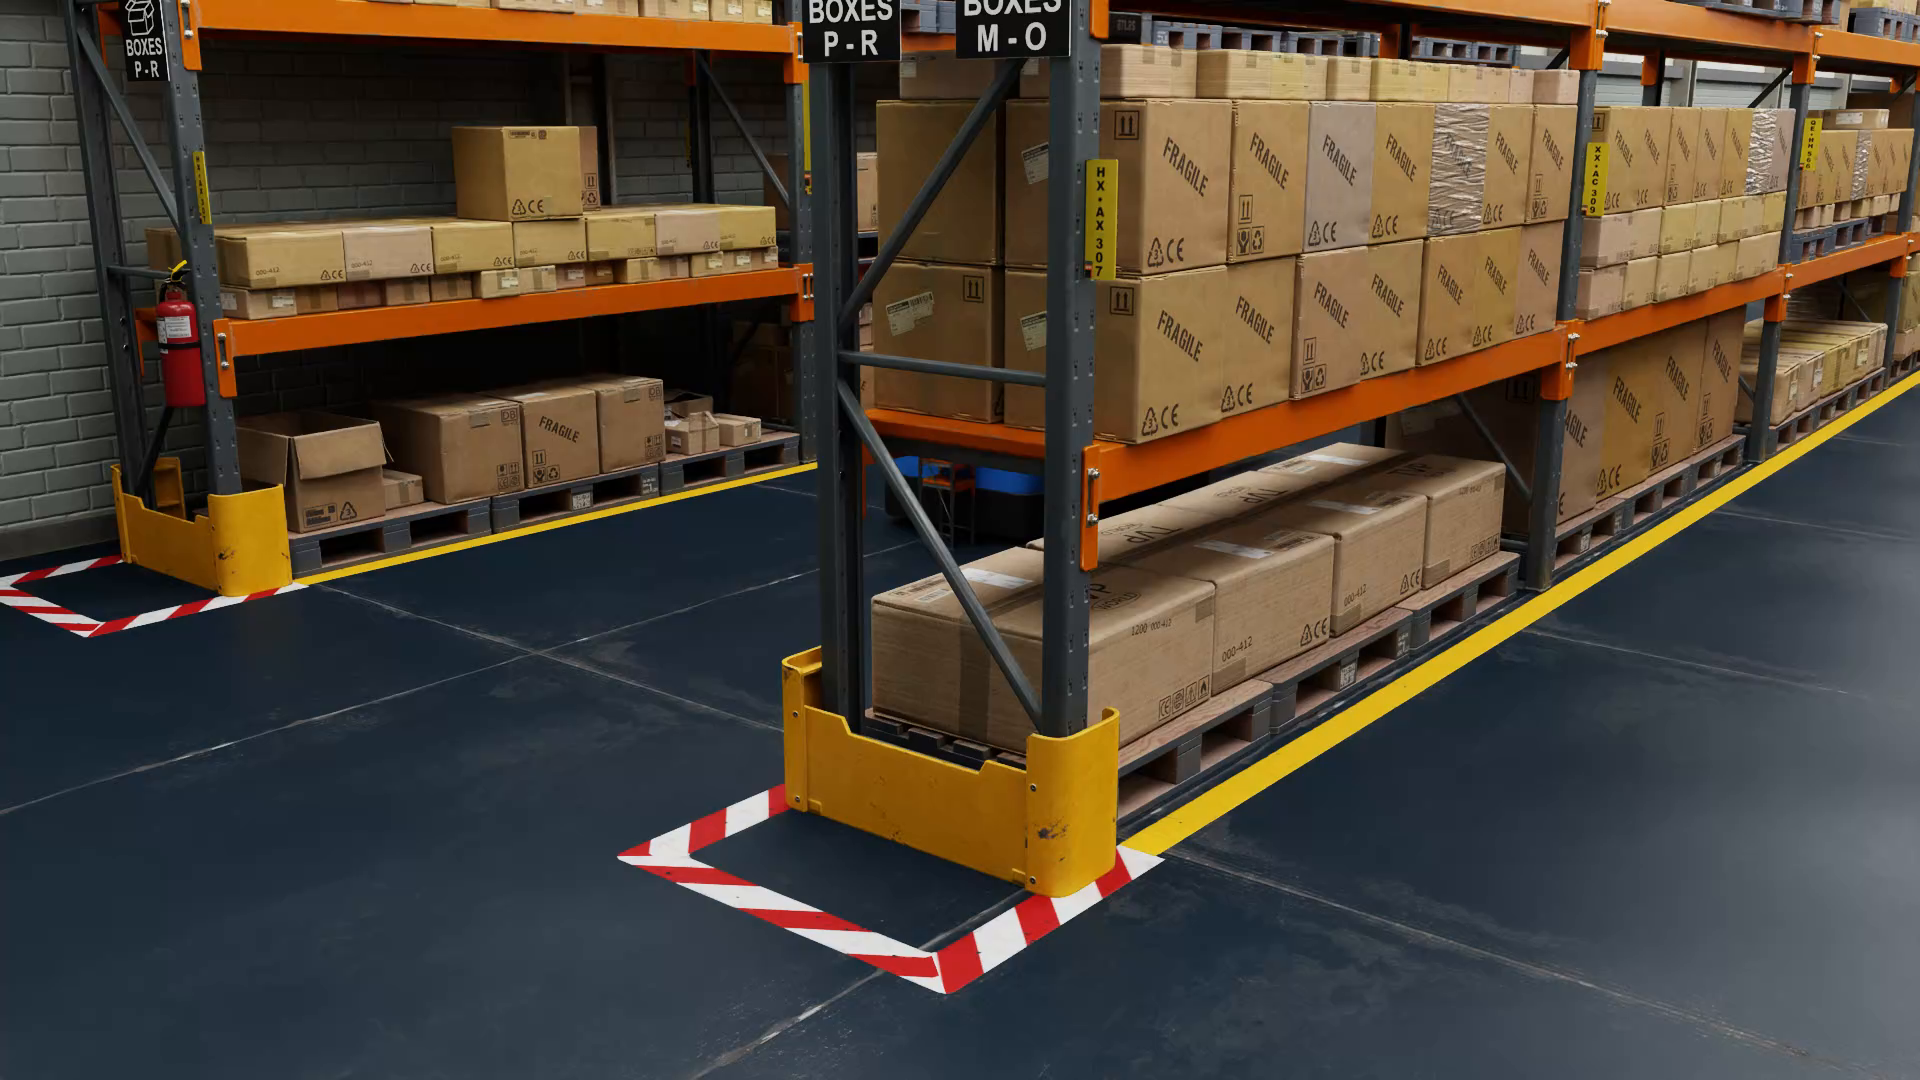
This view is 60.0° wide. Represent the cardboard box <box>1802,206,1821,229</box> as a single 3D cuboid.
[{"bbox_3d":[5.750,-2.253,11.559,0.380,0.149,0.250,10,17,34],"label":"cardboard box"}]

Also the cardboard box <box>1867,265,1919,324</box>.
[{"bbox_3d":[8.412,-2.220,14.978,0.500,0.500,0.500,12,19,40],"label":"cardboard box"}]

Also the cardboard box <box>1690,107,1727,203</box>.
[{"bbox_3d":[3.911,-2.148,9.253,0.500,0.500,0.500,11,18,37],"label":"cardboard box"}]

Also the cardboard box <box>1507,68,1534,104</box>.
[{"bbox_3d":[2.279,-1.983,7.287,0.380,0.149,0.250,12,18,39],"label":"cardboard box"}]

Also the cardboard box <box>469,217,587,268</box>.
[{"bbox_3d":[-2.470,-1.691,9.389,0.500,0.250,0.500,11,18,36],"label":"cardboard box"}]

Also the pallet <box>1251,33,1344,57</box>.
[{"bbox_3d":[3.096,-4.768,16.094,0.805,0.209,1.217,10,18,35],"label":"pallet"}]

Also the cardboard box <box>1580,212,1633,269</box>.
[{"bbox_3d":[2.971,-1.488,8.178,0.500,0.250,0.500,11,18,36],"label":"cardboard box"}]

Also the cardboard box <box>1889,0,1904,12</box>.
[{"bbox_3d":[6.927,-4.164,12.783,0.500,0.250,0.500,12,18,38],"label":"cardboard box"}]

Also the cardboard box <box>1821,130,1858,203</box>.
[{"bbox_3d":[6.103,-2.694,11.976,0.500,0.500,0.500,12,18,38],"label":"cardboard box"}]

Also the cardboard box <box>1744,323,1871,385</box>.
[{"bbox_3d":[6.726,-1.501,13.423,0.950,0.372,0.625,13,19,41],"label":"cardboard box"}]

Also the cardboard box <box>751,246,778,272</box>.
[{"bbox_3d":[-1.392,-1.823,10.719,0.380,0.149,0.250,12,18,38],"label":"cardboard box"}]

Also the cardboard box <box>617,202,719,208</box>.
[{"bbox_3d":[-1.909,-2.064,10.855,0.500,0.250,0.500,11,18,37],"label":"cardboard box"}]

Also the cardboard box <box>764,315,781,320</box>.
[{"bbox_3d":[-1.219,-1.518,11.913,0.380,0.149,0.250,11,18,38],"label":"cardboard box"}]

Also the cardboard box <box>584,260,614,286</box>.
[{"bbox_3d":[-2.257,-1.585,9.781,0.380,0.149,0.250,12,18,38],"label":"cardboard box"}]

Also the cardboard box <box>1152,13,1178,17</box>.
[{"bbox_3d":[1.582,-4.424,13.771,0.380,0.166,0.250,11,18,37],"label":"cardboard box"}]

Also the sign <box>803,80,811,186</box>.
[{"bbox_3d":[-0.452,-1.275,5.215,0.100,0.325,0.005,11,18,38],"label":"sign"}]

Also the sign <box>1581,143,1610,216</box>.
[{"bbox_3d":[2.908,-1.650,7.608,0.100,0.325,0.005,11,18,38],"label":"sign"}]

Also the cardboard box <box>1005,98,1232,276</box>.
[{"bbox_3d":[0.485,-1.093,5.099,0.500,0.500,0.500,11,18,36],"label":"cardboard box"}]

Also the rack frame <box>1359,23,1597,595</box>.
[{"bbox_3d":[2.475,-1.278,8.061,1.000,3.000,0.127,11,18,38],"label":"rack frame"}]

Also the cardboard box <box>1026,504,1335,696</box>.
[{"bbox_3d":[0.867,0.208,6.563,0.875,0.438,0.875,12,18,39],"label":"cardboard box"}]

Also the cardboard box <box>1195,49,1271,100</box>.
[{"bbox_3d":[0.762,-1.478,5.297,0.380,0.149,0.250,12,19,39],"label":"cardboard box"}]

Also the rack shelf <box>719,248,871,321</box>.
[{"bbox_3d":[-0.131,-2.080,12.679,1.077,0.370,4.000,11,18,38],"label":"rack shelf"}]

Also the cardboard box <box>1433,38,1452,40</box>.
[{"bbox_3d":[4.947,-5.690,18.071,0.797,0.503,0.637,12,19,39],"label":"cardboard box"}]

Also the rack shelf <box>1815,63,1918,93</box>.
[{"bbox_3d":[8.760,-4.298,15.319,1.077,0.370,4.000,11,18,38],"label":"rack shelf"}]

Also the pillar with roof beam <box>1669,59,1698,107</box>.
[{"bbox_3d":[15.906,-8.889,25.838,9.100,9.000,0.400,11,18,38],"label":"pillar with roof beam"}]

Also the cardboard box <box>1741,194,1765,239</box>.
[{"bbox_3d":[4.563,-1.983,10.125,0.500,0.250,0.500,11,18,36],"label":"cardboard box"}]

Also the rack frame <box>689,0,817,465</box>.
[{"bbox_3d":[-1.388,-2.045,11.082,1.000,3.000,0.127,11,18,38],"label":"rack frame"}]

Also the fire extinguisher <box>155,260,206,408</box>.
[{"bbox_3d":[-3.635,-0.961,7.730,0.296,0.674,0.183,11,18,38],"label":"fire extinguisher"}]

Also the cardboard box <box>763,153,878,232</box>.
[{"bbox_3d":[-0.910,-2.355,11.247,0.700,0.500,0.500,12,18,39],"label":"cardboard box"}]

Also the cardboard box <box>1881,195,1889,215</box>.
[{"bbox_3d":[7.081,-2.648,13.111,0.380,0.149,0.250,11,18,37],"label":"cardboard box"}]

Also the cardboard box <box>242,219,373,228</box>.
[{"bbox_3d":[-3.494,-1.579,8.945,0.500,0.250,0.500,11,18,38],"label":"cardboard box"}]

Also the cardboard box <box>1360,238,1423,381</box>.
[{"bbox_3d":[1.418,-0.902,6.379,0.500,0.500,0.500,12,19,39],"label":"cardboard box"}]

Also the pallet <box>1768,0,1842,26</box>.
[{"bbox_3d":[4.626,-3.275,10.213,1.213,0.211,1.003,12,19,40],"label":"pallet"}]

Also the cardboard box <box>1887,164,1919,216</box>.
[{"bbox_3d":[7.997,-3.044,14.205,0.500,0.500,0.500,11,18,37],"label":"cardboard box"}]

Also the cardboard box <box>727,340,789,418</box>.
[{"bbox_3d":[-1.309,-1.177,11.889,0.500,0.500,0.500,11,18,37],"label":"cardboard box"}]

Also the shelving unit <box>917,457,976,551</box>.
[{"bbox_3d":[-0.072,-0.559,8.885,0.258,1.200,0.189,11,18,37],"label":"shelving unit"}]

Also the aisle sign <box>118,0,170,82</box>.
[{"bbox_3d":[-3.716,-2.481,7.516,0.394,0.787,0.004,11,18,38],"label":"aisle sign"}]

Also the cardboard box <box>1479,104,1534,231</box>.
[{"bbox_3d":[2.068,-1.582,7.024,0.500,0.500,0.500,11,18,37],"label":"cardboard box"}]

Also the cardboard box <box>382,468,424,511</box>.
[{"bbox_3d":[-3.146,-0.279,9.066,0.380,0.149,0.250,10,18,35],"label":"cardboard box"}]

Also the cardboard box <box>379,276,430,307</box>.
[{"bbox_3d":[-3.013,-1.329,8.771,0.380,0.149,0.250,12,19,39],"label":"cardboard box"}]

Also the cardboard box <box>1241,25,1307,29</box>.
[{"bbox_3d":[2.892,-4.917,15.418,0.500,0.311,0.500,11,18,36],"label":"cardboard box"}]

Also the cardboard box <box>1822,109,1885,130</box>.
[{"bbox_3d":[6.812,-3.207,12.678,0.380,0.149,0.250,10,18,35],"label":"cardboard box"}]

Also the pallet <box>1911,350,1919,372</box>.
[{"bbox_3d":[8.664,-1.827,15.887,1.003,0.211,1.213,11,18,38],"label":"pallet"}]

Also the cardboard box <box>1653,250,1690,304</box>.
[{"bbox_3d":[3.616,-1.444,9.018,0.500,0.250,0.500,11,18,37],"label":"cardboard box"}]

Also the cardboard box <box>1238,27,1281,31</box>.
[{"bbox_3d":[2.890,-4.963,15.928,0.380,0.149,0.250,11,18,38],"label":"cardboard box"}]

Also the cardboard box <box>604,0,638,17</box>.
[{"bbox_3d":[-2.065,-3.073,9.547,0.380,0.149,0.250,12,19,39],"label":"cardboard box"}]

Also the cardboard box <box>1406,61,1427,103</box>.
[{"bbox_3d":[1.534,-1.733,6.300,0.380,0.149,0.250,11,18,38],"label":"cardboard box"}]

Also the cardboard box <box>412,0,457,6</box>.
[{"bbox_3d":[-2.806,-2.820,8.551,0.380,0.149,0.250,11,18,37],"label":"cardboard box"}]

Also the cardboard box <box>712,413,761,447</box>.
[{"bbox_3d":[-1.510,-0.715,10.783,0.380,0.149,0.250,11,18,36],"label":"cardboard box"}]

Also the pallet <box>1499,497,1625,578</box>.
[{"bbox_3d":[2.902,-0.086,9.032,1.003,0.211,1.213,11,18,38],"label":"pallet"}]

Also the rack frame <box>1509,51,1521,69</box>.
[{"bbox_3d":[6.154,-4.343,20.129,1.000,3.000,0.127,11,18,38],"label":"rack frame"}]

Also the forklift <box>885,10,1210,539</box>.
[{"bbox_3d":[0.877,-1.719,9.936,1.130,2.935,3.031,11,18,37],"label":"forklift"}]

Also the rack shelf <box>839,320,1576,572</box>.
[{"bbox_3d":[1.218,-0.546,6.642,1.077,0.370,4.000,11,18,38],"label":"rack shelf"}]

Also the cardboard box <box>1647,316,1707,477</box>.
[{"bbox_3d":[3.927,-0.928,10.147,0.875,0.875,0.875,12,18,38],"label":"cardboard box"}]

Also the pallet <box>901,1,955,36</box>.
[{"bbox_3d":[-0.274,-3.721,11.969,1.213,0.211,1.003,11,18,38],"label":"pallet"}]

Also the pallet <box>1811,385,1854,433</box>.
[{"bbox_3d":[6.249,-1.075,12.924,1.003,0.211,1.213,11,18,38],"label":"pallet"}]
